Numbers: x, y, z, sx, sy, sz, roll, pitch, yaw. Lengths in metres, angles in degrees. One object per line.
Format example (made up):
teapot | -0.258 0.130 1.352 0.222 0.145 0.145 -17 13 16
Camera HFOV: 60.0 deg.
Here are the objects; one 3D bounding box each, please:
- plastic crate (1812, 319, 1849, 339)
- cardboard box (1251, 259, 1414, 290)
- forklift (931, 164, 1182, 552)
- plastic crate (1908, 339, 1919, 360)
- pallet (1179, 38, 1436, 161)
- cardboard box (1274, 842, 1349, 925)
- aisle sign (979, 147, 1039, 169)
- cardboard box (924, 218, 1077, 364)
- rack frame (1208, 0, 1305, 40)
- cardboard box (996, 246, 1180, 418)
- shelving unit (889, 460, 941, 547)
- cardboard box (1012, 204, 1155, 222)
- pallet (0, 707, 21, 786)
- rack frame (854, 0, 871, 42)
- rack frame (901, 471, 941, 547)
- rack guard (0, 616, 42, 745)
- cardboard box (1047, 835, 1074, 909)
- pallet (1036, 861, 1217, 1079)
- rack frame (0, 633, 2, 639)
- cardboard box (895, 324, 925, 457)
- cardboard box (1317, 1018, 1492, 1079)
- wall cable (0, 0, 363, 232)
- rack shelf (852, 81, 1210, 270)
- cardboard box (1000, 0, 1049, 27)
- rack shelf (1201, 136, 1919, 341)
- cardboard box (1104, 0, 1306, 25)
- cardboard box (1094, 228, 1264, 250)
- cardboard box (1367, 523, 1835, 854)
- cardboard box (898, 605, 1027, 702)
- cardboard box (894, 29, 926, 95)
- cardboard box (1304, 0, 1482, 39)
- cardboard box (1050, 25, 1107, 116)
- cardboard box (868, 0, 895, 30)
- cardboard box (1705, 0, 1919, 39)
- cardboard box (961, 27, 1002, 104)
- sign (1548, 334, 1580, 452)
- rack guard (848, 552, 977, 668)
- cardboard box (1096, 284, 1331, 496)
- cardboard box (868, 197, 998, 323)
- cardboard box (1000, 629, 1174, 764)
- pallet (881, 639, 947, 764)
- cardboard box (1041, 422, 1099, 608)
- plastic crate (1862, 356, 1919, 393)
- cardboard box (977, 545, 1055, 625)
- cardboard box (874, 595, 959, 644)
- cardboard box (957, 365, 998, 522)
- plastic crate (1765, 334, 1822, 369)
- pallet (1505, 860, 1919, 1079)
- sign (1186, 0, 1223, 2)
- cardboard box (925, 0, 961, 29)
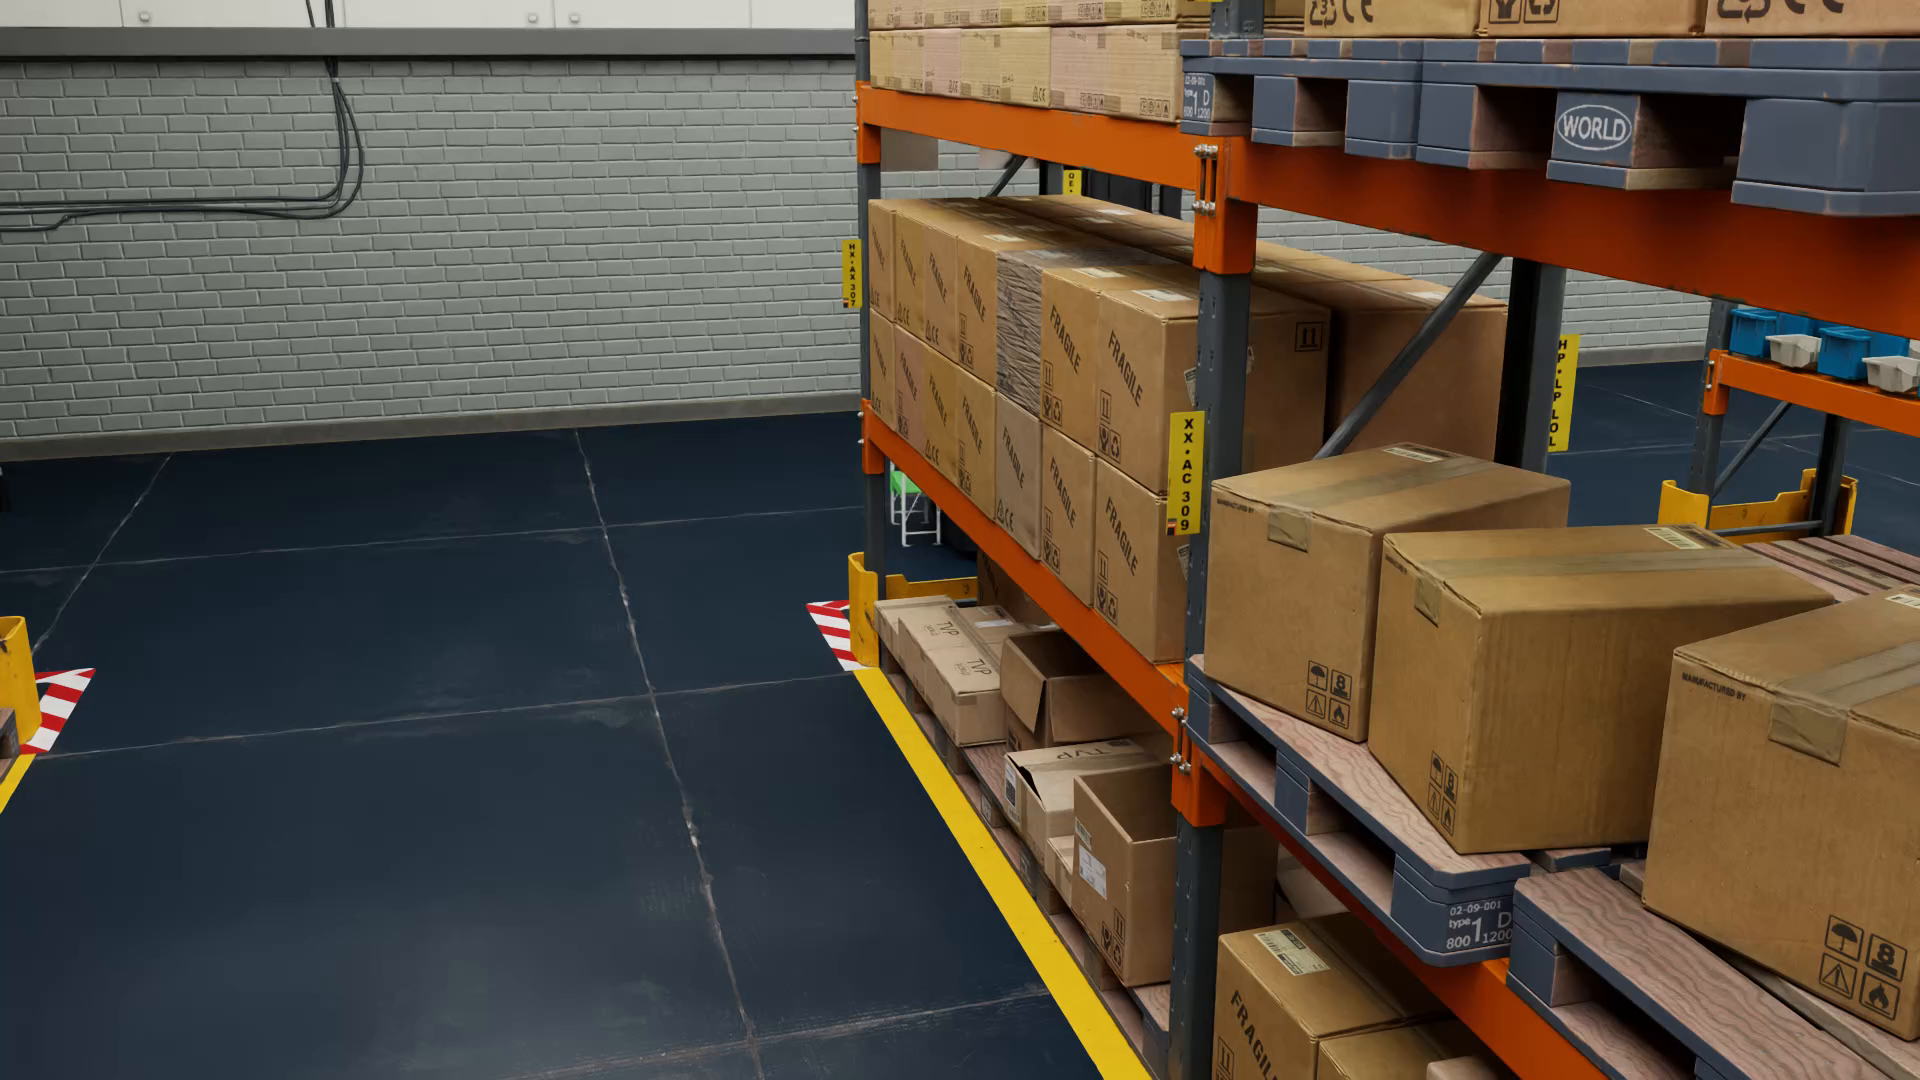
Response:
plastic crate | 5.042 -1.267 9.289 0.616 0.435 0.499 -5 17 -15
cardboard box | 1.105 -0.624 5.403 0.500 0.500 0.500 -5 18 -17
forklift | 1.376 -1.486 10.304 3.031 2.935 1.130 -3 17 -10
plastic crate | 5.169 -0.990 8.888 0.396 0.136 0.243 -5 17 -15
pallet | 1.218 -0.962 3.555 1.213 0.211 1.003 -5 17 -15
cardboard box | 1.199 1.142 5.345 0.500 0.311 0.500 -5 17 -15
aisle sign | 0.283 -2.196 8.031 0.394 0.787 0.004 -5 17 -15
cardboard box | 0.159 -1.009 6.684 0.500 0.500 0.500 -4 17 -14
rack frame | 1.106 -2.675 3.715 1.000 3.000 0.127 -5 17 -15
cardboard box | 0.437 -0.729 5.753 0.500 0.500 0.500 -5 17 -15
shelving unit | -0.284 -0.609 10.395 0.258 1.200 0.503 -3 17 -10
cardboard box | 0.533 -1.194 7.301 0.500 0.500 0.500 -4 17 -14
pallet | -4.460 1.035 6.640 1.003 0.211 1.213 -5 17 -15
rack frame | 0.007 -3.781 7.398 1.000 3.000 0.127 -5 17 -15
rack frame | -0.240 -0.540 10.165 0.240 1.200 0.015 -3 17 -10
rack guard | -4.762 0.675 7.336 1.175 0.500 0.348 -5 17 -15
cardboard box | 0.516 1.119 5.704 0.380 0.149 0.250 -5 17 -15
pallet | 0.918 1.344 5.612 1.003 0.211 1.213 -5 17 -15
rack frame | -4.755 -0.516 6.954 1.000 3.000 0.127 -5 17 -15
cardboard box | 0.022 -0.670 7.295 0.500 0.500 0.500 -5 17 -16
cardboard box | 1.162 1.484 3.877 0.500 0.500 0.500 -4 17 -14
wall cable | -5.966 -3.494 11.840 3.097 2.526 0.112 -5 17 -15
rack shelf | 0.557 -1.447 6.092 1.077 0.370 4.000 -5 17 -15
cardboard box | 0.442 -1.796 5.395 0.500 0.250 0.500 -5 17 -15
rack shelf | 1.656 -0.341 2.408 1.077 0.370 4.000 -5 17 -15
cardboard box | 0.711 -1.519 4.473 0.500 0.250 0.500 -5 17 -15
cardboard box | 0.821 -0.909 6.352 0.500 0.500 0.500 -4 17 -14
cardboard box | 1.271 0.283 3.392 0.700 0.500 0.500 -2 17 -6
cardboard box | 0.021 0.509 7.558 0.500 0.250 0.500 -5 17 -15
cardboard box | 0.029 -1.971 6.848 0.500 0.250 0.500 -5 17 -15
cardboard box | 1.174 -1.390 3.574 0.600 0.600 0.600 -6 18 -20
cardboard box | 0.590 -1.419 5.009 0.500 0.250 0.500 -5 17 -15
cardboard box | -0.102 -2.350 7.238 0.500 0.250 0.500 -5 17 -15
cardboard box | 1.543 -1.021 2.347 0.600 0.600 0.600 -5 18 -17
cardboard box | 0.311 -1.695 5.929 0.500 0.250 0.500 -5 17 -15
sign | 1.639 -0.401 4.561 0.100 0.325 0.005 -5 17 -15
rack guard | 0.028 0.310 8.551 1.175 0.500 0.348 -5 17 -15
cardboard box | 0.718 -0.448 4.817 0.500 0.500 0.500 -5 17 -15
cardboard box | -0.125 -1.291 7.625 0.500 0.500 0.500 -4 17 -14
cardboard box | 0.585 0.664 6.603 0.797 0.503 0.637 -5 17 -15
pallet | 0.248 0.669 7.859 1.003 0.211 1.213 -5 17 -15
cardboard box | 0.579 -0.110 5.431 0.500 0.500 0.500 -4 17 -14
plastic crate | 4.717 -0.824 8.335 0.250 0.136 0.298 -5 17 -15
cardboard box | 0.393 0.209 8.122 0.500 0.500 0.500 -5 17 -15
cardboard box | -0.208 0.389 8.132 0.380 0.149 0.250 -5 17 -15
cardboard box | 0.293 -0.393 6.372 0.500 0.500 0.500 -4 17 -15
plastic crate | 4.530 -1.012 8.960 0.250 0.136 0.298 -5 17 -15
pallet | 1.667 0.859 2.712 1.003 0.211 1.213 -5 17 -15
sign | 0.587 -1.441 3.922 0.100 0.325 0.005 -5 17 -15
cardboard box | 0.172 -2.073 6.317 0.500 0.250 0.500 -5 17 -15
